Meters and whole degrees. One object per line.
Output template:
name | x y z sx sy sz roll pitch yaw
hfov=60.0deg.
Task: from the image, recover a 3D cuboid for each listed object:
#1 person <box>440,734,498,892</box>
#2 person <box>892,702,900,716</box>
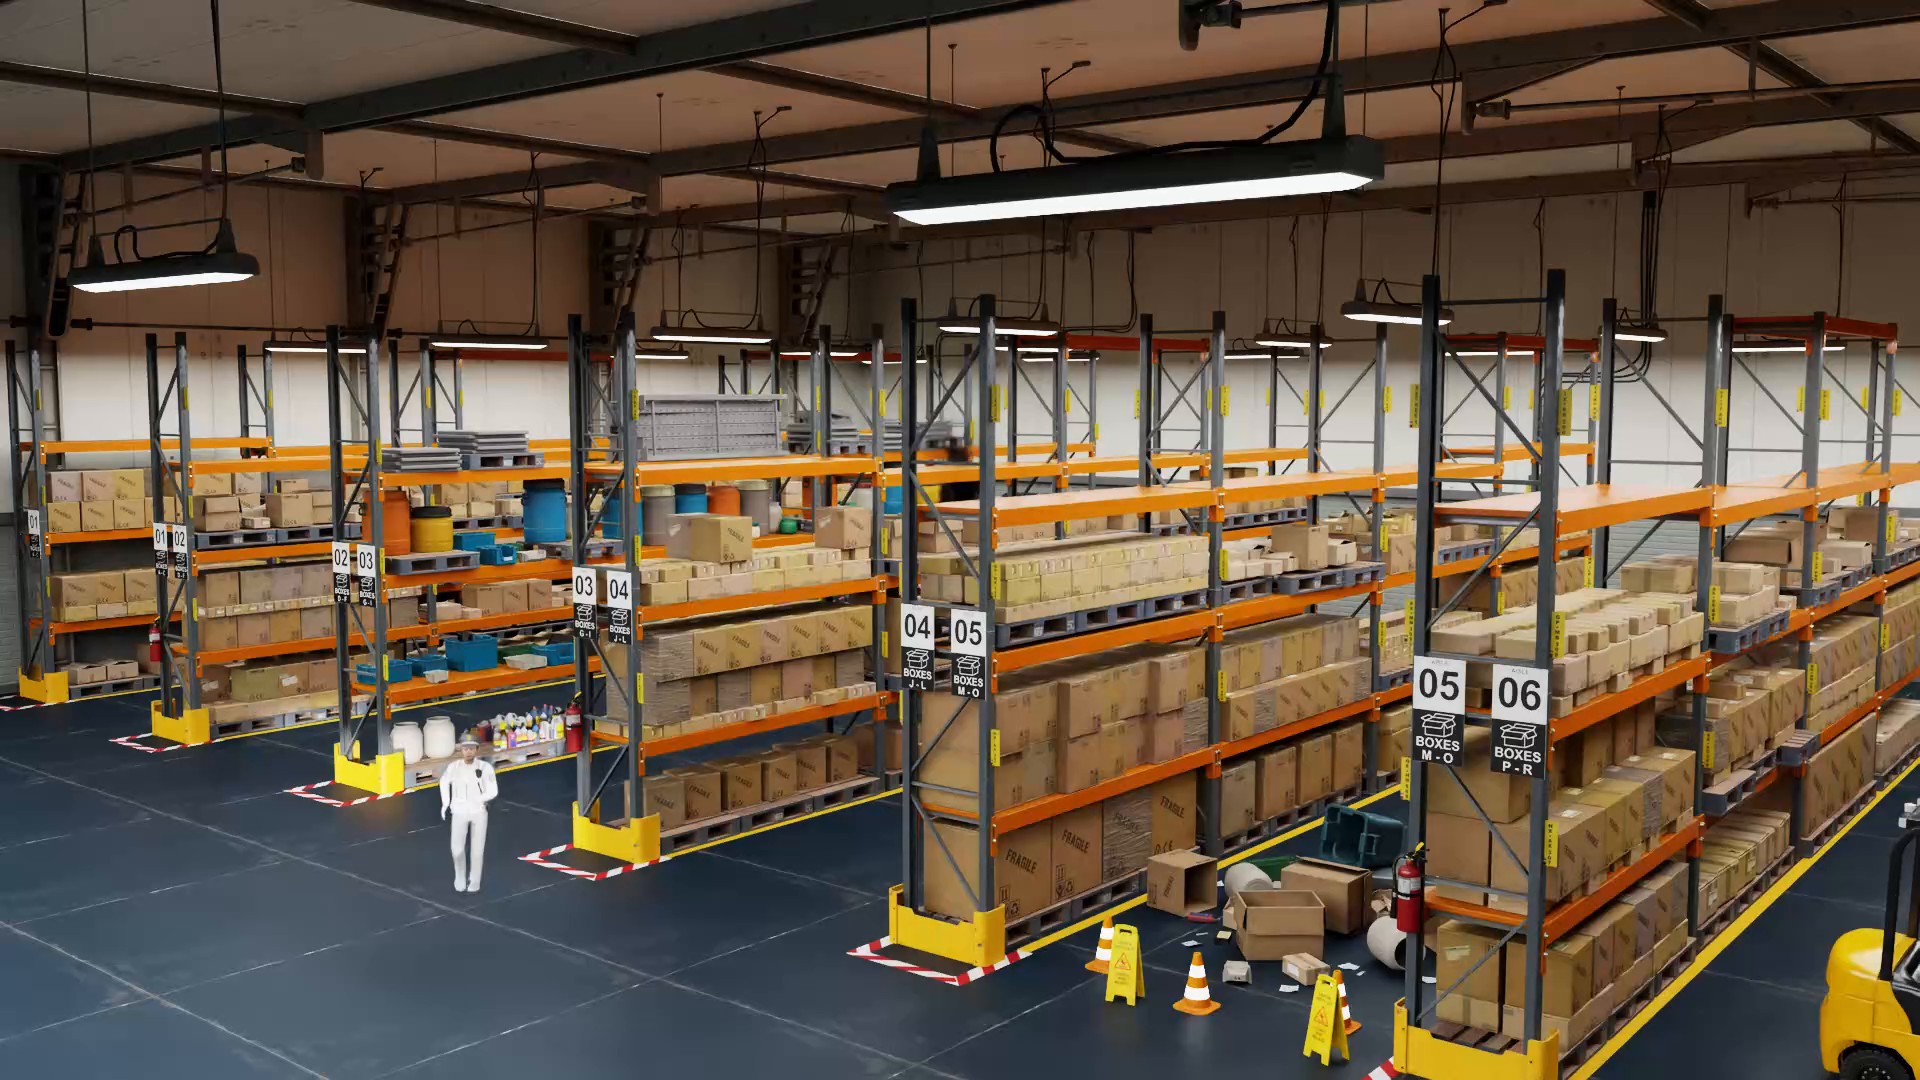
person | -5.013 2.801 16.958 0.596 1.660 0.613 -1 5 -11
person | -1.016 2.080 24.661 0.664 1.833 0.783 4 7 40
